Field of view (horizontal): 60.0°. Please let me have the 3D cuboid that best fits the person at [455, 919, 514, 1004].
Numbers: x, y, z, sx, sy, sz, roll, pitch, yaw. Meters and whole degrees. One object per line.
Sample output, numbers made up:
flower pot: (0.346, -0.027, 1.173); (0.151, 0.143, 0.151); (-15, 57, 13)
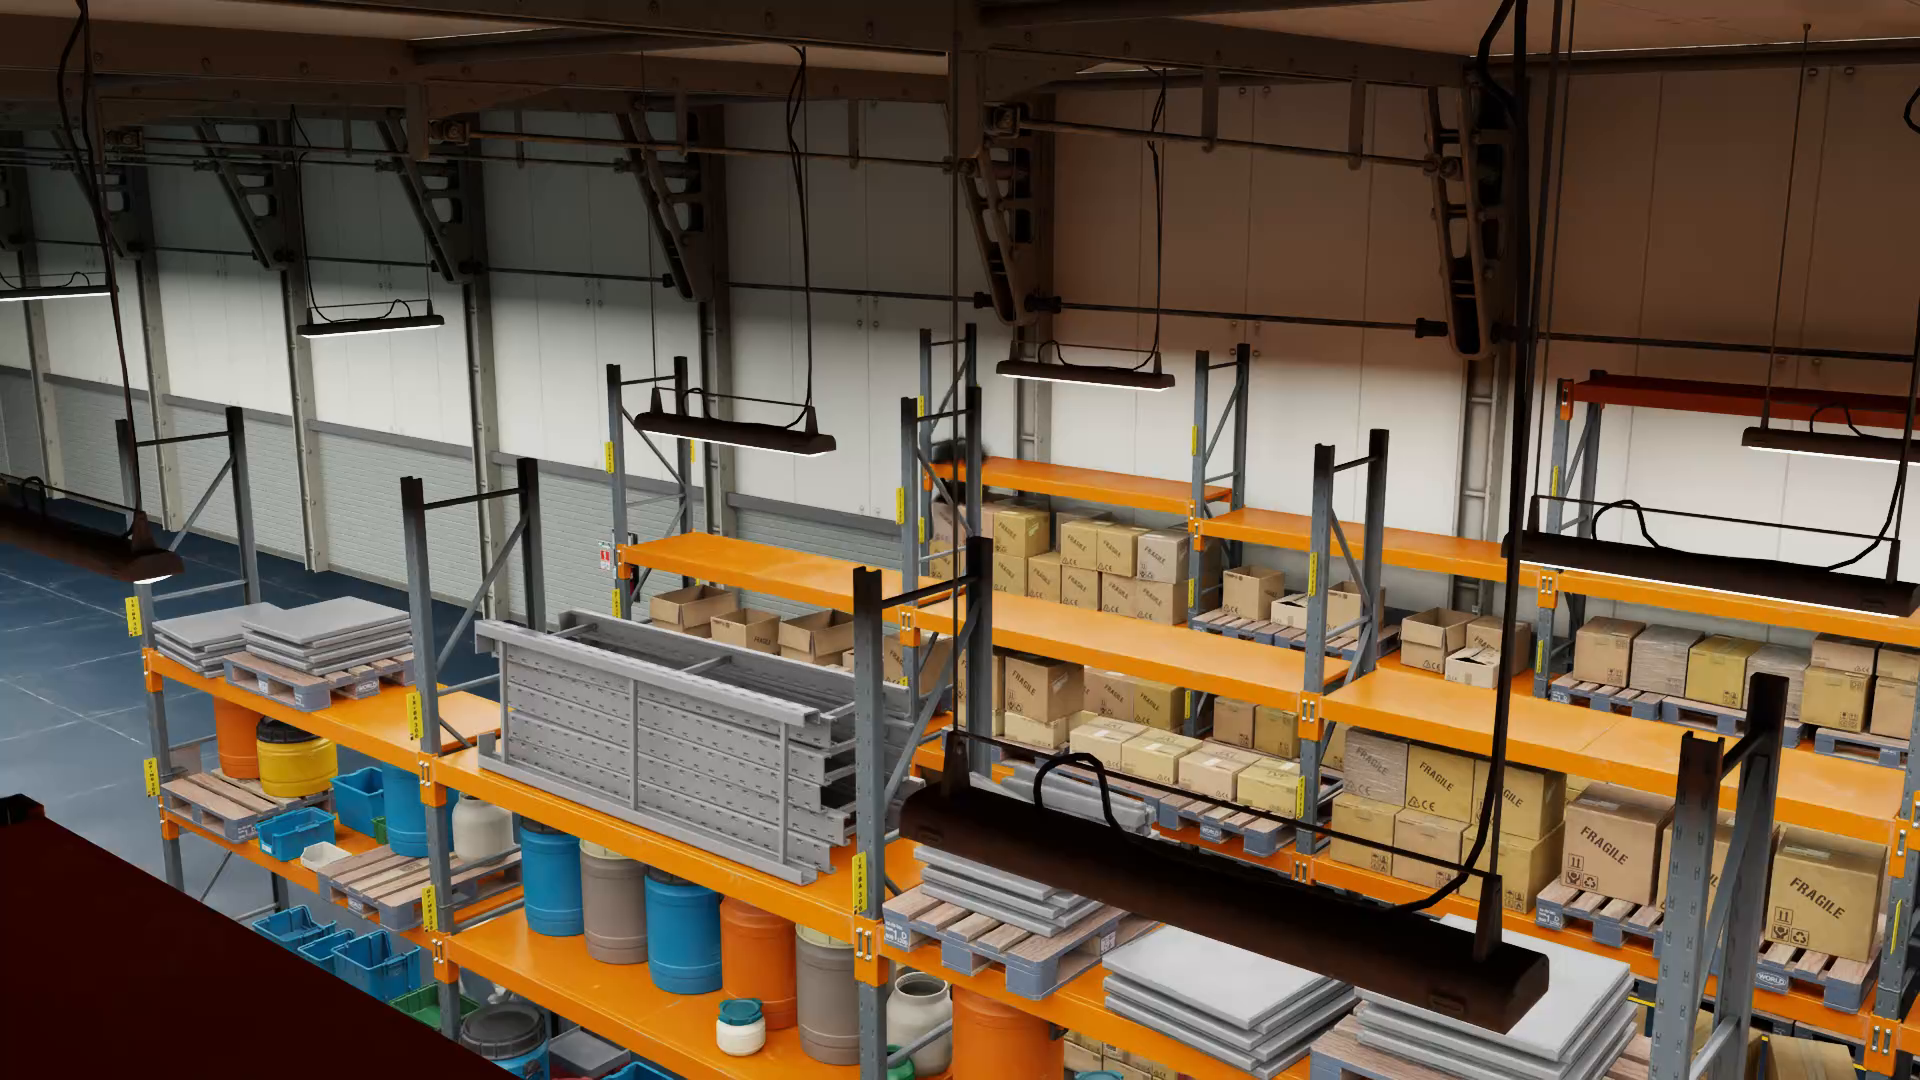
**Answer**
person: (-4.696, 3.751, 15.935); (0.718, 1.738, 0.594); (5, 14, 22)
